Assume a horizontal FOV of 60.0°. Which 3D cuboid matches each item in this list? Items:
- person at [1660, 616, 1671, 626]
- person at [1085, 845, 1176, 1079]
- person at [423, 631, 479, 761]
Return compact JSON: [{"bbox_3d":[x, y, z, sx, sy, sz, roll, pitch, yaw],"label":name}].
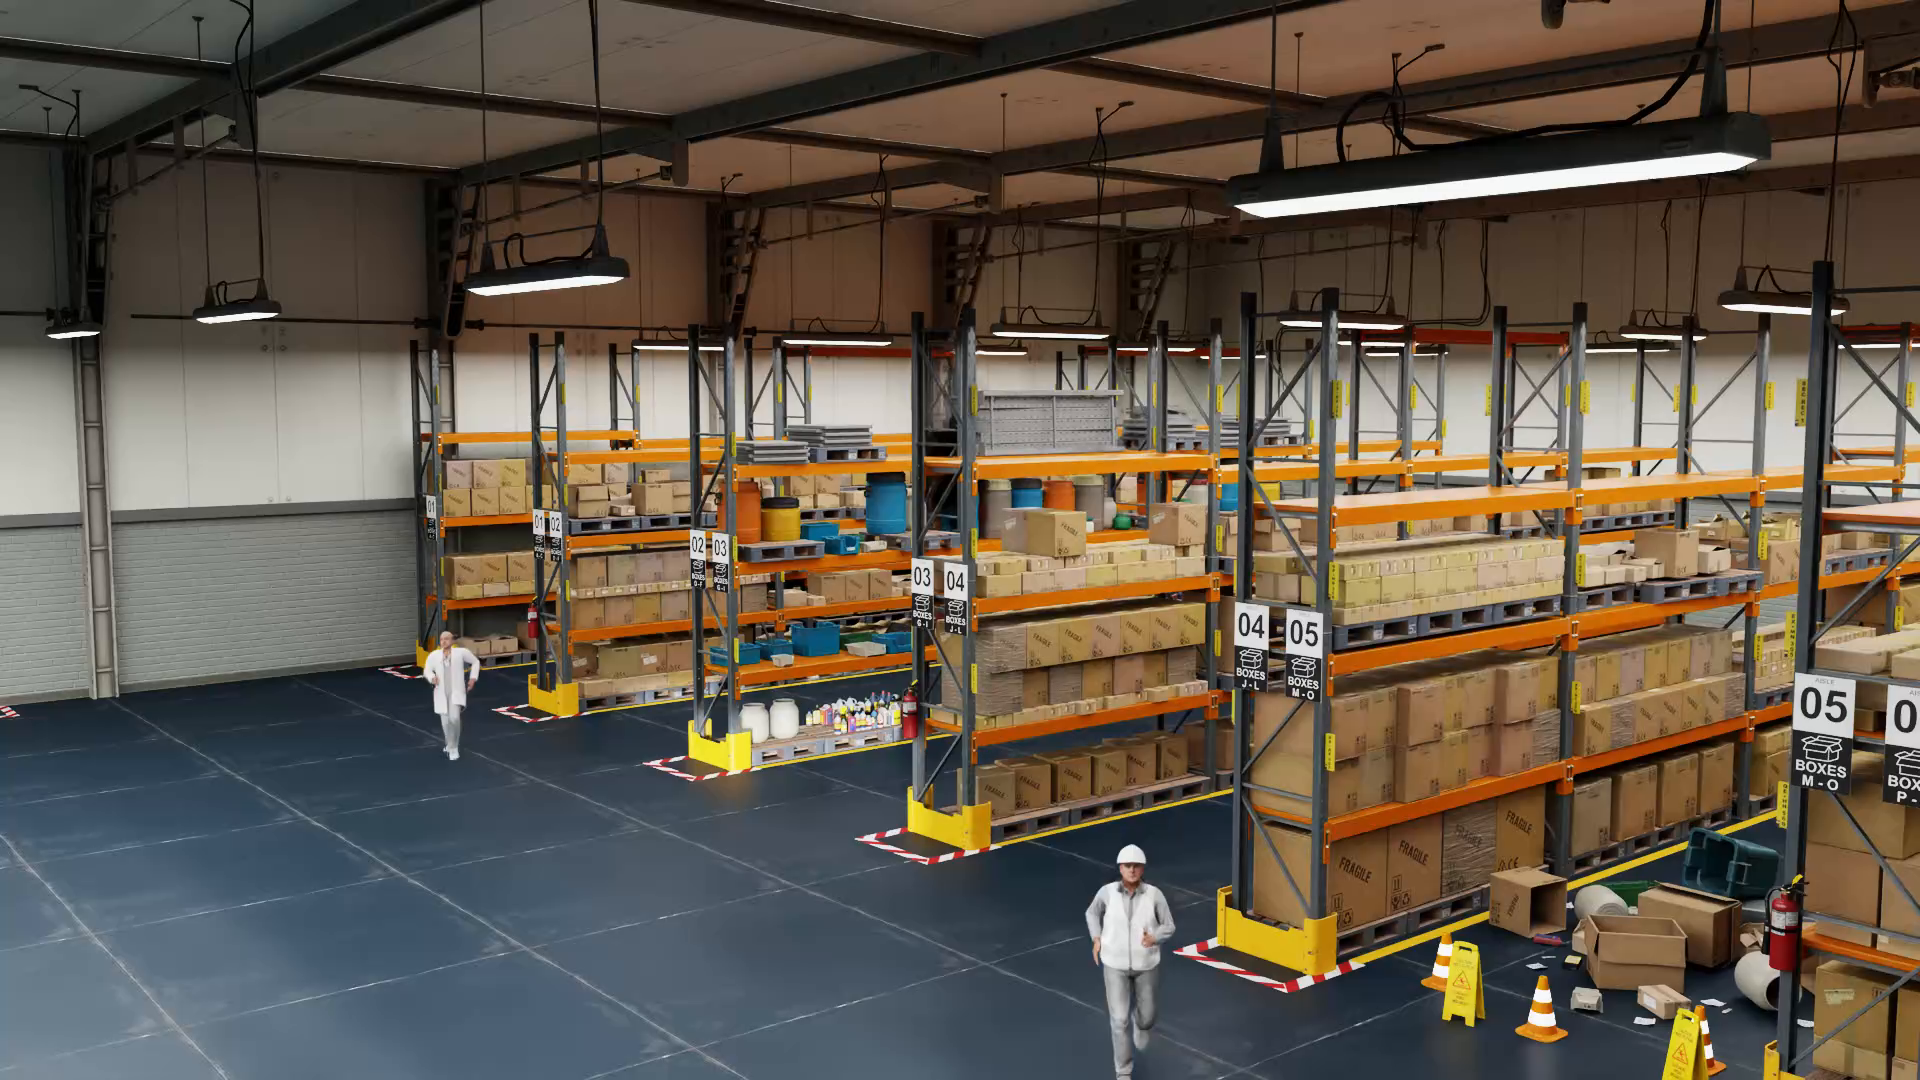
[{"bbox_3d":[11.017,1.901,25.928,0.935,1.694,0.572,-5,7,-43],"label":"person"},{"bbox_3d":[1.267,3.145,12.388,0.668,1.748,0.865,0,5,4],"label":"person"},{"bbox_3d":[-7.093,2.166,23.156,0.718,1.796,0.789,0,5,-4],"label":"person"}]
